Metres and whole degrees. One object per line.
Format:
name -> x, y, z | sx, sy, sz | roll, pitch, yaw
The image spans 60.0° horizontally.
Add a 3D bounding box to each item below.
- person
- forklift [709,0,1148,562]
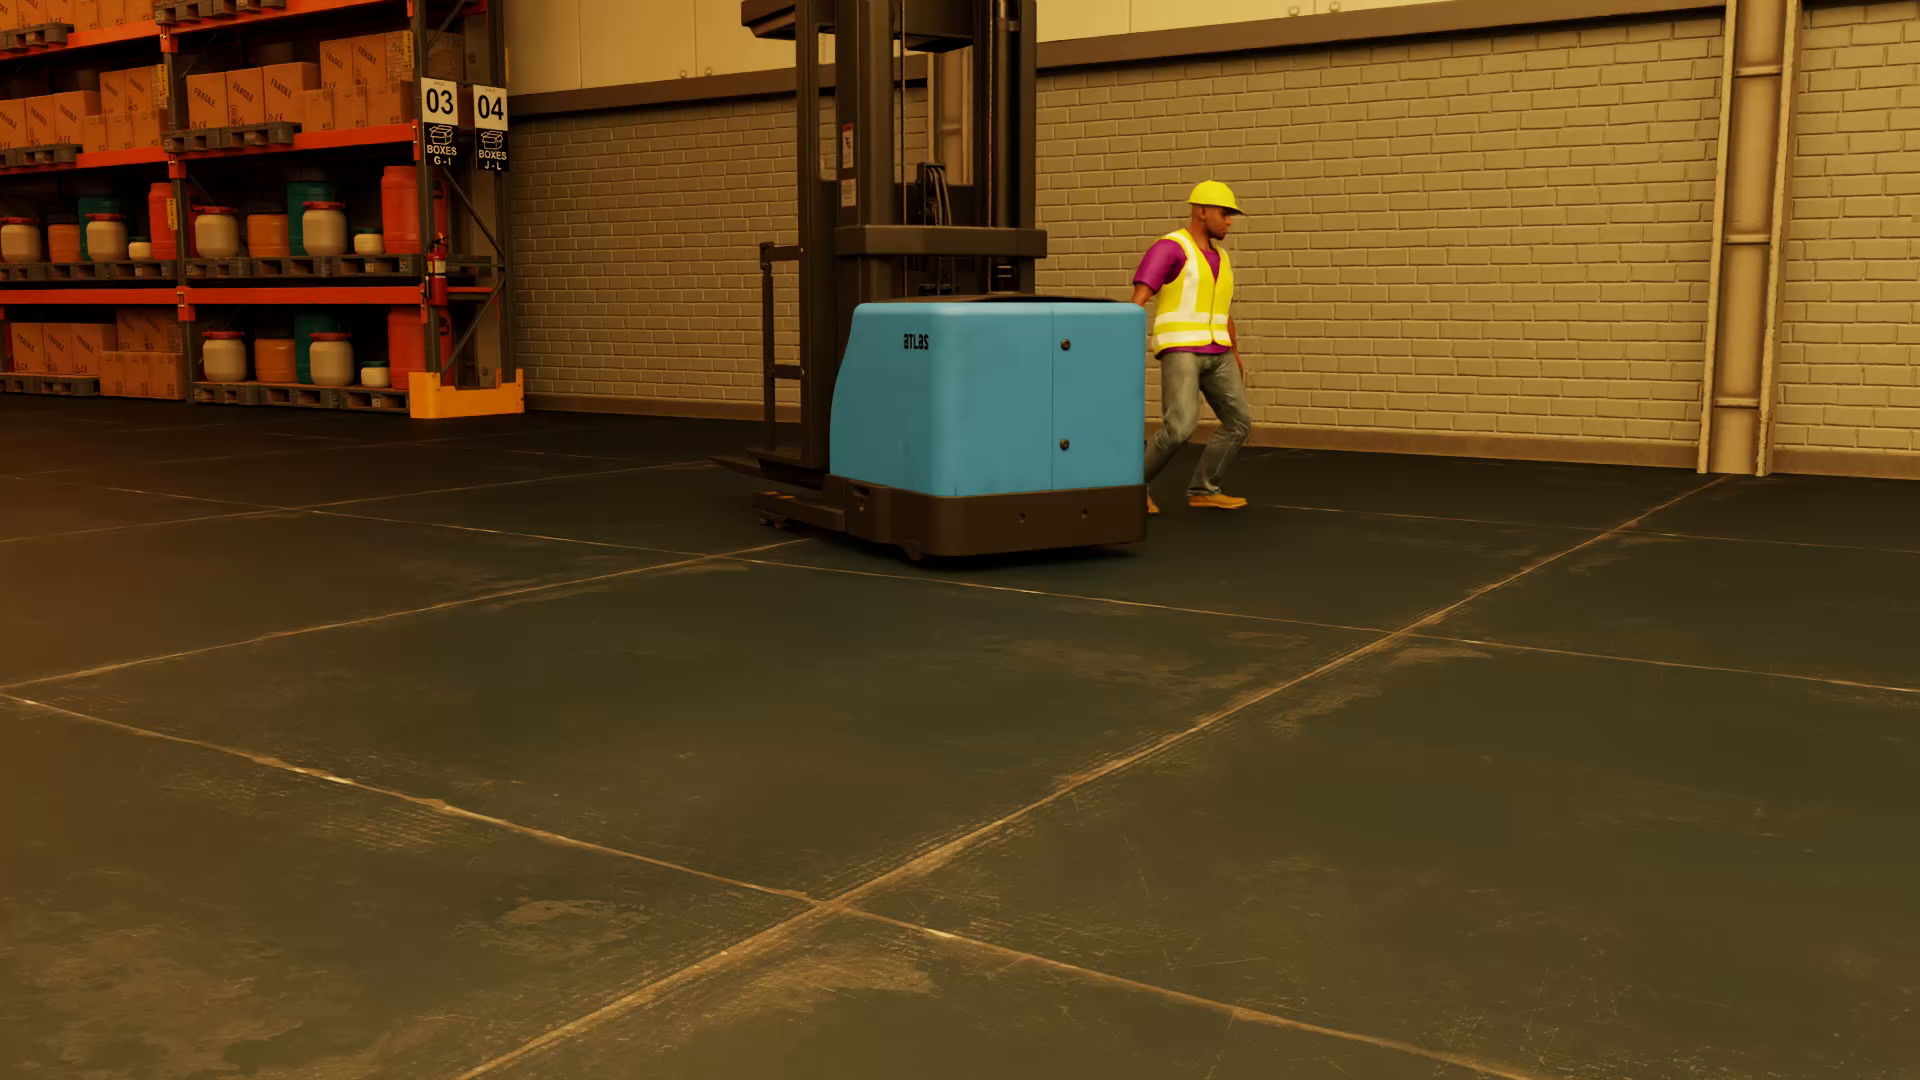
person -> 1.111, -0.977, 8.498 | 0.918, 1.688, 0.494 | -6, 10, -37
forklift -> -0.362, -1.530, 7.952 | 1.130, 2.935, 3.031 | -5, 9, -29
